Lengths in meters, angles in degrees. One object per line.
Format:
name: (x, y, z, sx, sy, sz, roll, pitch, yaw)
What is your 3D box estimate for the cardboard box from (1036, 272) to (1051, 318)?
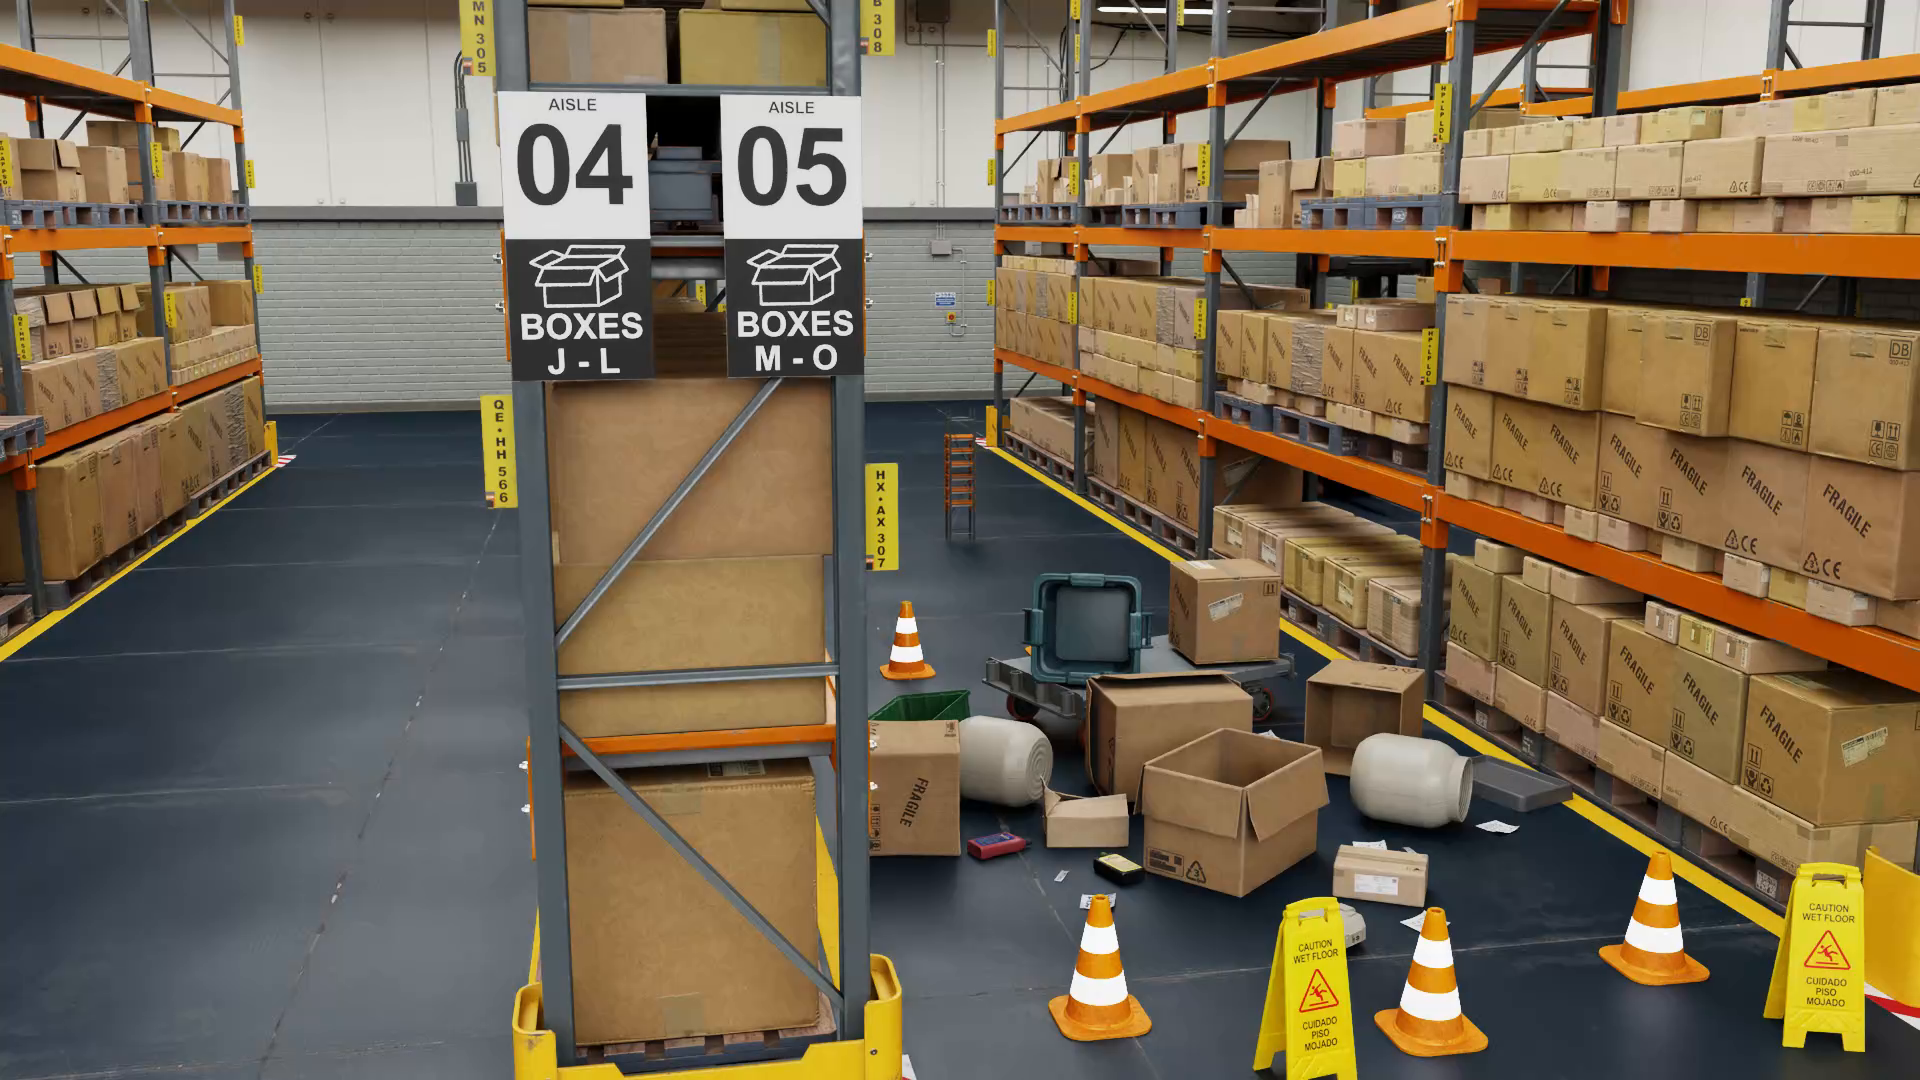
cardboard box: (1.158, -2.788, 18.881, 0.500, 0.500, 0.500, -2, 11, -10)

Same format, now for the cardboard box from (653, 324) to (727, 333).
cardboard box: (-1.331, -0.654, 7.320, 0.875, 0.550, 0.550, -2, 11, -11)

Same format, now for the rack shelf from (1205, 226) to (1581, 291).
rack shelf: (2.887, -2.005, 11.608, 1.077, 0.370, 4.000, -2, 11, -11)

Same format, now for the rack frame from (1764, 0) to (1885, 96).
rack frame: (7.366, -4.380, 14.140, 1.000, 3.000, 0.127, -2, 11, -11)

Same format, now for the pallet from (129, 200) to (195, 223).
pallet: (-8.150, -3.205, 16.228, 1.003, 0.211, 1.213, -2, 11, -11)

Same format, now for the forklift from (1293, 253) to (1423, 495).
forklift: (4.199, -1.985, 17.788, 1.130, 2.935, 3.031, -2, 11, -12)

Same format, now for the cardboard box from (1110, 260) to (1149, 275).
cardboard box: (1.848, -2.958, 18.037, 0.380, 0.149, 0.250, -2, 11, -10)

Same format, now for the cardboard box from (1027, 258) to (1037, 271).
cardboard box: (1.000, -3.216, 19.396, 0.380, 0.149, 0.250, -2, 11, -12)

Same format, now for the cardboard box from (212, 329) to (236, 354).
cardboard box: (-8.227, -2.165, 18.155, 0.500, 0.250, 0.500, -3, 11, -13)

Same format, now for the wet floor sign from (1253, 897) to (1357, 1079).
wet floor sign: (1.166, 1.504, 5.567, 0.267, 0.644, 0.232, -4, 12, -21)

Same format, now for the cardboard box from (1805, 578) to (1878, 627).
cardboard box: (3.613, 0.236, 6.606, 0.380, 0.149, 0.250, -2, 11, -12)

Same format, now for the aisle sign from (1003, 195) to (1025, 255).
aisle sign: (0.644, -3.998, 21.228, 0.394, 0.787, 0.004, -2, 11, -11)

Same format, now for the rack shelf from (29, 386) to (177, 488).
rack shelf: (-7.612, -0.904, 13.850, 1.077, 0.370, 4.000, -2, 11, -11)

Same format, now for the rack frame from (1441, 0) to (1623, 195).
rack frame: (3.276, -3.465, 9.333, 1.000, 3.000, 0.127, -2, 11, -11)

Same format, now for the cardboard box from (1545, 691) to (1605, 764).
cardboard box: (3.347, 0.939, 8.469, 0.500, 0.250, 0.500, -2, 11, -12)

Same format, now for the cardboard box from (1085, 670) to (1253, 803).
cardboard box: (1.039, 0.974, 8.369, 0.797, 0.637, 0.503, -2, 11, -11)

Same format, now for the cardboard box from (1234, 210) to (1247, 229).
cardboard box: (2.393, -2.538, 13.156, 0.380, 0.149, 0.250, -2, 11, -11)

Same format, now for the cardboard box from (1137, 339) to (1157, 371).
cardboard box: (1.932, -1.690, 15.117, 0.500, 0.250, 0.500, -2, 11, -12)

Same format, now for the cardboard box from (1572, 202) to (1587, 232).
cardboard box: (3.299, -1.613, 8.301, 0.380, 0.149, 0.250, -2, 11, -13)

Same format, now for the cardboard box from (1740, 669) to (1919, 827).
cardboard box: (3.642, 0.855, 6.910, 0.500, 0.500, 0.500, -2, 11, -11)

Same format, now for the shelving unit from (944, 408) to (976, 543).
shelving unit: (0.003, -0.587, 15.070, 0.258, 1.200, 0.189, -2, 11, -11)

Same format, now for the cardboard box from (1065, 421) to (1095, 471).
cardboard box: (1.703, -1.052, 18.429, 0.875, 0.438, 0.875, -2, 11, -12)

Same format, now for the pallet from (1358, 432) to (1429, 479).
pallet: (3.270, -0.569, 10.676, 1.003, 0.211, 1.213, -2, 11, -11)

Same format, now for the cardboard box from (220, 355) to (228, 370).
cardboard box: (-8.089, -1.901, 17.834, 0.380, 0.149, 0.250, -2, 11, -10)

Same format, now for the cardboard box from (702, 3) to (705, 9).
cardboard box: (-0.731, -1.842, 5.979, 0.380, 0.149, 0.250, -2, 11, -12)

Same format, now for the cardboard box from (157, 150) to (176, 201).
cardboard box: (-8.312, -3.643, 16.633, 0.700, 0.500, 0.500, -2, 11, -8)

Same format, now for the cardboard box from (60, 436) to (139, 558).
cardboard box: (-7.502, -0.345, 13.544, 1.225, 0.875, 0.875, -2, 11, -11)

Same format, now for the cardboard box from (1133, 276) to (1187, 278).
cardboard box: (2.053, -2.452, 17.118, 0.500, 0.500, 0.500, -2, 11, -9)

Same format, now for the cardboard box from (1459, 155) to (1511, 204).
cardboard box: (3.093, -1.973, 9.124, 0.500, 0.250, 0.500, -2, 11, -12)

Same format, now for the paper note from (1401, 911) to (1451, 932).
paper note: (1.918, 1.573, 6.848, 0.148, 0.019, 0.142, -6, 13, -31)

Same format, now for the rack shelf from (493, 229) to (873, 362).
rack shelf: (-1.171, -1.072, 6.711, 1.077, 0.370, 4.000, -2, 11, -11)

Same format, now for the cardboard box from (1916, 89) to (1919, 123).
cardboard box: (3.699, -1.577, 5.978, 0.380, 0.149, 0.250, -2, 11, -10)

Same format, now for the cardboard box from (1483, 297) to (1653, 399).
cardboard box: (3.227, -1.021, 8.802, 0.700, 0.500, 0.500, -2, 11, -11)

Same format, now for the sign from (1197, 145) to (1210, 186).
sign: (1.952, -2.999, 13.314, 0.100, 0.325, 0.005, -2, 11, -11)

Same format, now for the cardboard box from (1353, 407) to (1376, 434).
cardboard box: (2.786, -0.780, 10.820, 0.380, 0.149, 0.250, -2, 11, -12)

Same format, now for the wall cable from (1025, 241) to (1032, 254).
wall cable: (1.211, -4.305, 27.074, 0.588, 1.984, 0.122, -2, 11, -11)

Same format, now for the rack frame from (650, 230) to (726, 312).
rack frame: (-1.560, -0.319, 8.851, 1.000, 3.000, 0.127, -2, 11, -11)

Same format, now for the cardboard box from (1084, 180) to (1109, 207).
cardboard box: (1.474, -3.494, 16.747, 0.396, 0.266, 0.258, -2, 11, -12)

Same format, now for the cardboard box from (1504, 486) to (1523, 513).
cardboard box: (3.204, -0.233, 9.069, 0.380, 0.149, 0.250, -2, 11, -11)

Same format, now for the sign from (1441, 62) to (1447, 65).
sign: (6.359, -6.400, 21.833, 0.100, 0.325, 0.005, -2, 11, -11)

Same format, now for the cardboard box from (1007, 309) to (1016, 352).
cardboard box: (0.879, -2.577, 20.449, 0.500, 0.500, 0.500, -2, 11, -12)

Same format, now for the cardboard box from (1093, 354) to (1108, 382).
cardboard box: (1.649, -1.726, 16.644, 0.500, 0.250, 0.500, -2, 11, -12)

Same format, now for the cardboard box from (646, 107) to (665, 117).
cardboard box: (-1.248, -1.558, 5.554, 0.500, 0.250, 0.500, -2, 11, -11)

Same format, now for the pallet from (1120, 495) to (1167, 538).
pallet: (2.185, -0.252, 15.957, 1.003, 0.211, 1.213, -2, 11, -11)

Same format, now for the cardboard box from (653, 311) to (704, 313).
cardboard box: (-1.862, -1.137, 10.208, 0.700, 0.500, 0.500, -2, 11, -11)

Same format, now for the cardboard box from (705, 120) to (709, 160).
cardboard box: (-0.731, -1.451, 6.056, 0.380, 0.149, 0.250, -2, 11, -11)

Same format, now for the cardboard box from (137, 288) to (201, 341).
cardboard box: (-7.931, -2.253, 16.612, 0.500, 0.500, 0.500, -2, 11, -11)

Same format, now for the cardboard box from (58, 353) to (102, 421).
cardboard box: (-7.256, -1.227, 13.356, 0.500, 0.500, 0.500, -2, 11, -12)

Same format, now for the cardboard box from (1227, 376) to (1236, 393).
cardboard box: (2.379, -1.268, 13.384, 0.380, 0.149, 0.250, -3, 11, -14)

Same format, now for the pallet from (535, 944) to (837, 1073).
pallet: (-1.014, 1.641, 6.013, 1.003, 0.211, 1.213, -2, 11, -11)

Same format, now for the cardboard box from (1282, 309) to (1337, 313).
cardboard box: (2.859, -1.580, 13.287, 0.500, 0.500, 0.500, -2, 11, -13)

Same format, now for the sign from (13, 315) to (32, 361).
sign: (-6.692, -1.442, 11.867, 0.100, 0.325, 0.005, -2, 11, -11)

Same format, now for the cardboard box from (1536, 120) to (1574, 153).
cardboard box: (3.164, -2.045, 8.437, 0.380, 0.149, 0.250, -2, 11, -11)
